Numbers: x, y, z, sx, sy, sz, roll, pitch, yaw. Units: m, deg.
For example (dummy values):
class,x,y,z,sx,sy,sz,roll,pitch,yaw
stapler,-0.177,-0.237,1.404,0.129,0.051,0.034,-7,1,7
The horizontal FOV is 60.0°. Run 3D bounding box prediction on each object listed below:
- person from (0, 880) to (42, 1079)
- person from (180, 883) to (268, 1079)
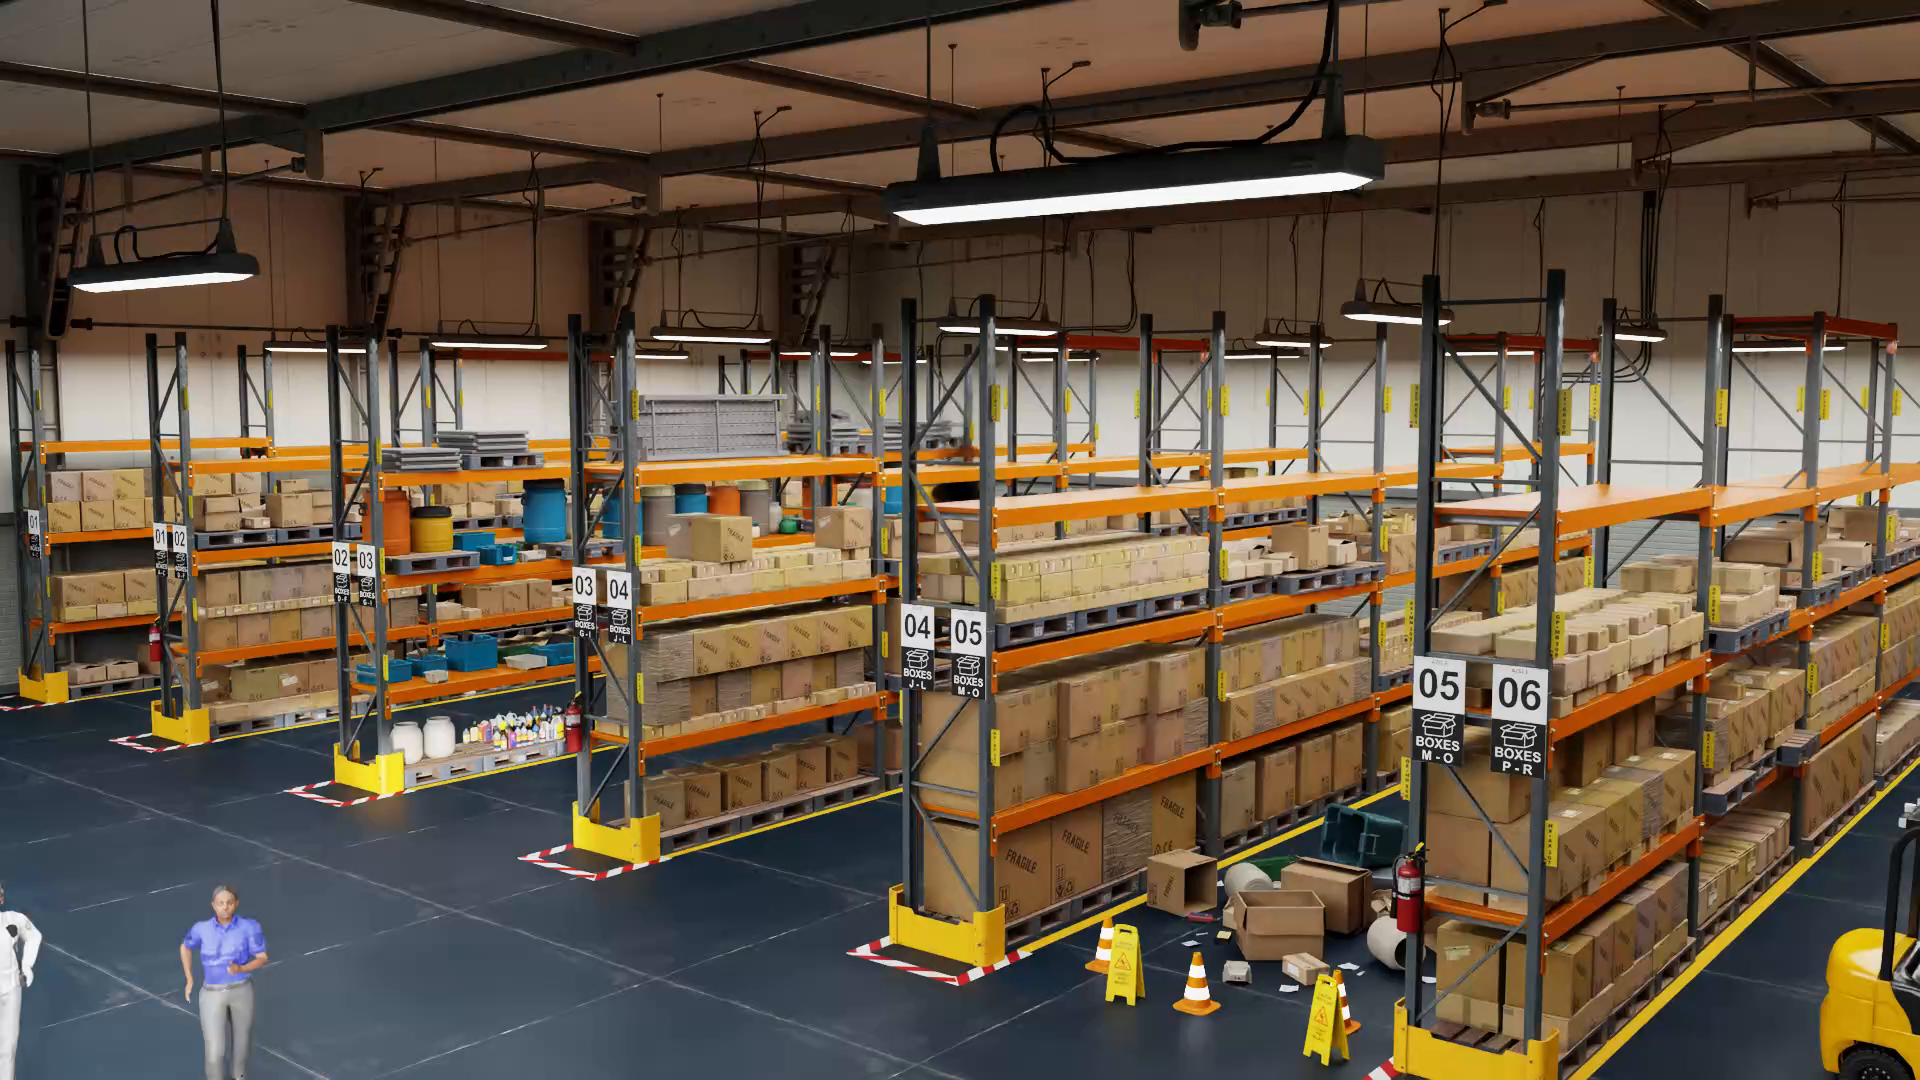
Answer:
class,x,y,z,sx,sy,sz,roll,pitch,yaw
person,-6.921,3.247,11.934,0.616,1.693,0.888,-3,6,-30
person,-5.198,3.282,11.791,0.547,1.718,0.777,-3,6,-28
